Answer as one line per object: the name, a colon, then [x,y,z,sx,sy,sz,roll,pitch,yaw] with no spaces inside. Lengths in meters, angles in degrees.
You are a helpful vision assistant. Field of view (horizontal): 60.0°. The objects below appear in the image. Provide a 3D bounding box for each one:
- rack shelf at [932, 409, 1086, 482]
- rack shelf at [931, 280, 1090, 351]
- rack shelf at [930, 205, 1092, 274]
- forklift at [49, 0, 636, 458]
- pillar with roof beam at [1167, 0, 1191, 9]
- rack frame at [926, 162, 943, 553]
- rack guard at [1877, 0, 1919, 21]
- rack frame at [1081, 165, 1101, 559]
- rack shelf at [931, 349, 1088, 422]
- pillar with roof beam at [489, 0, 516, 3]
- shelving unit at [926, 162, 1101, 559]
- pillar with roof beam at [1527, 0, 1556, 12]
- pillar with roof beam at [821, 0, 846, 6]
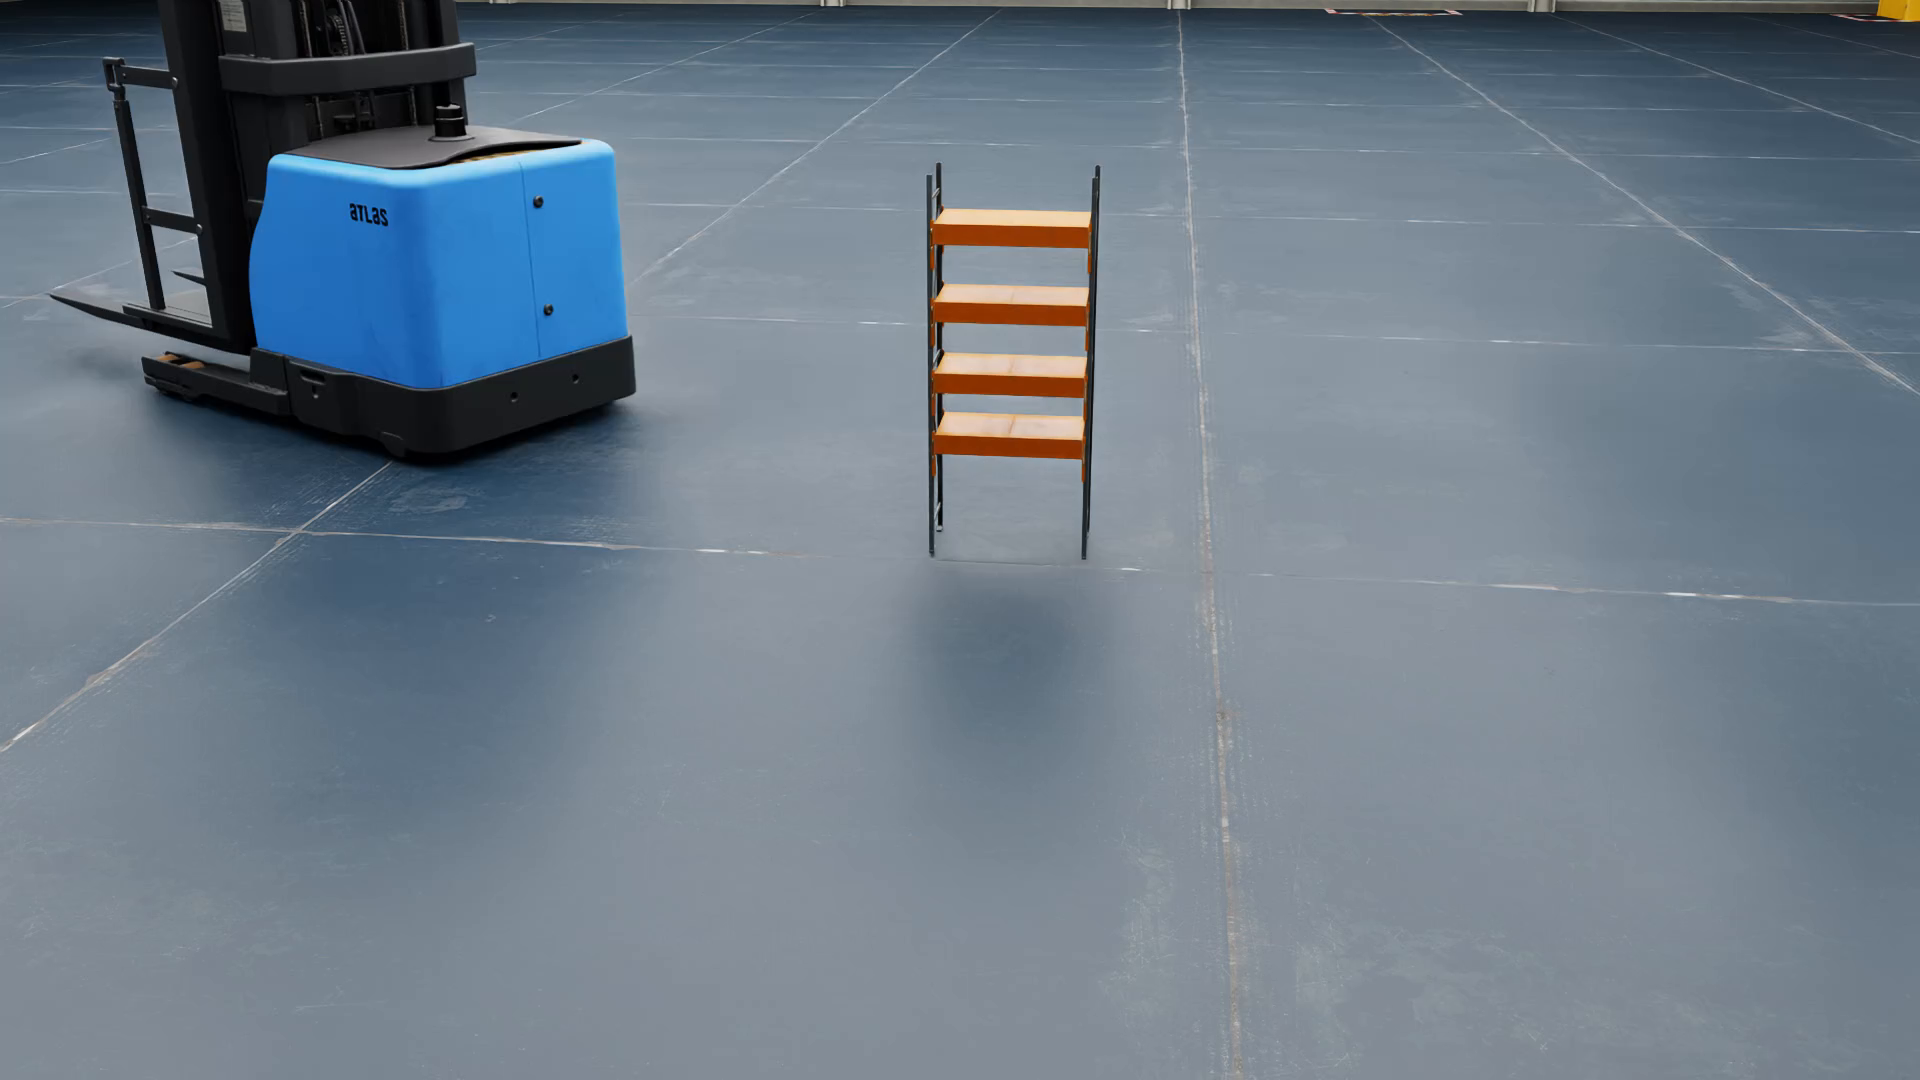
rack shelf: [0.164,-0.304,5.299,0.480,0.148,0.258,2,22,6]
rack shelf: [0.164,-0.696,5.144,0.480,0.148,0.258,2,22,6]
rack shelf: [0.164,-0.916,5.057,0.480,0.148,0.258,2,22,6]
forklift: [-2.812,-2.075,6.701,3.031,2.935,1.130,15,26,33]
pillar with roof beam: [3.239,-11.706,22.810,0.400,9.000,9.100,2,22,6]
rack frame: [-0.078,-0.561,5.228,0.015,1.200,0.240,2,22,6]
rack guard: [14.941,-8.517,26.304,0.348,0.500,1.175,2,22,6]
rack frame: [0.407,-0.540,5.174,0.015,1.200,0.240,2,22,6]
rack shelf: [0.164,-0.488,5.226,0.480,0.148,0.258,2,22,6]
pillar with roof beam: [-8.678,-12.225,24.123,0.400,9.000,9.100,2,22,6]
shelving unit: [0.164,-0.551,5.201,0.503,1.200,0.258,2,22,6]
pillar with roof beam: [9.197,-11.446,22.153,0.400,9.000,9.100,2,22,6]
pillar with roof beam: [-2.719,-11.966,23.466,0.400,9.000,9.100,2,22,6]
